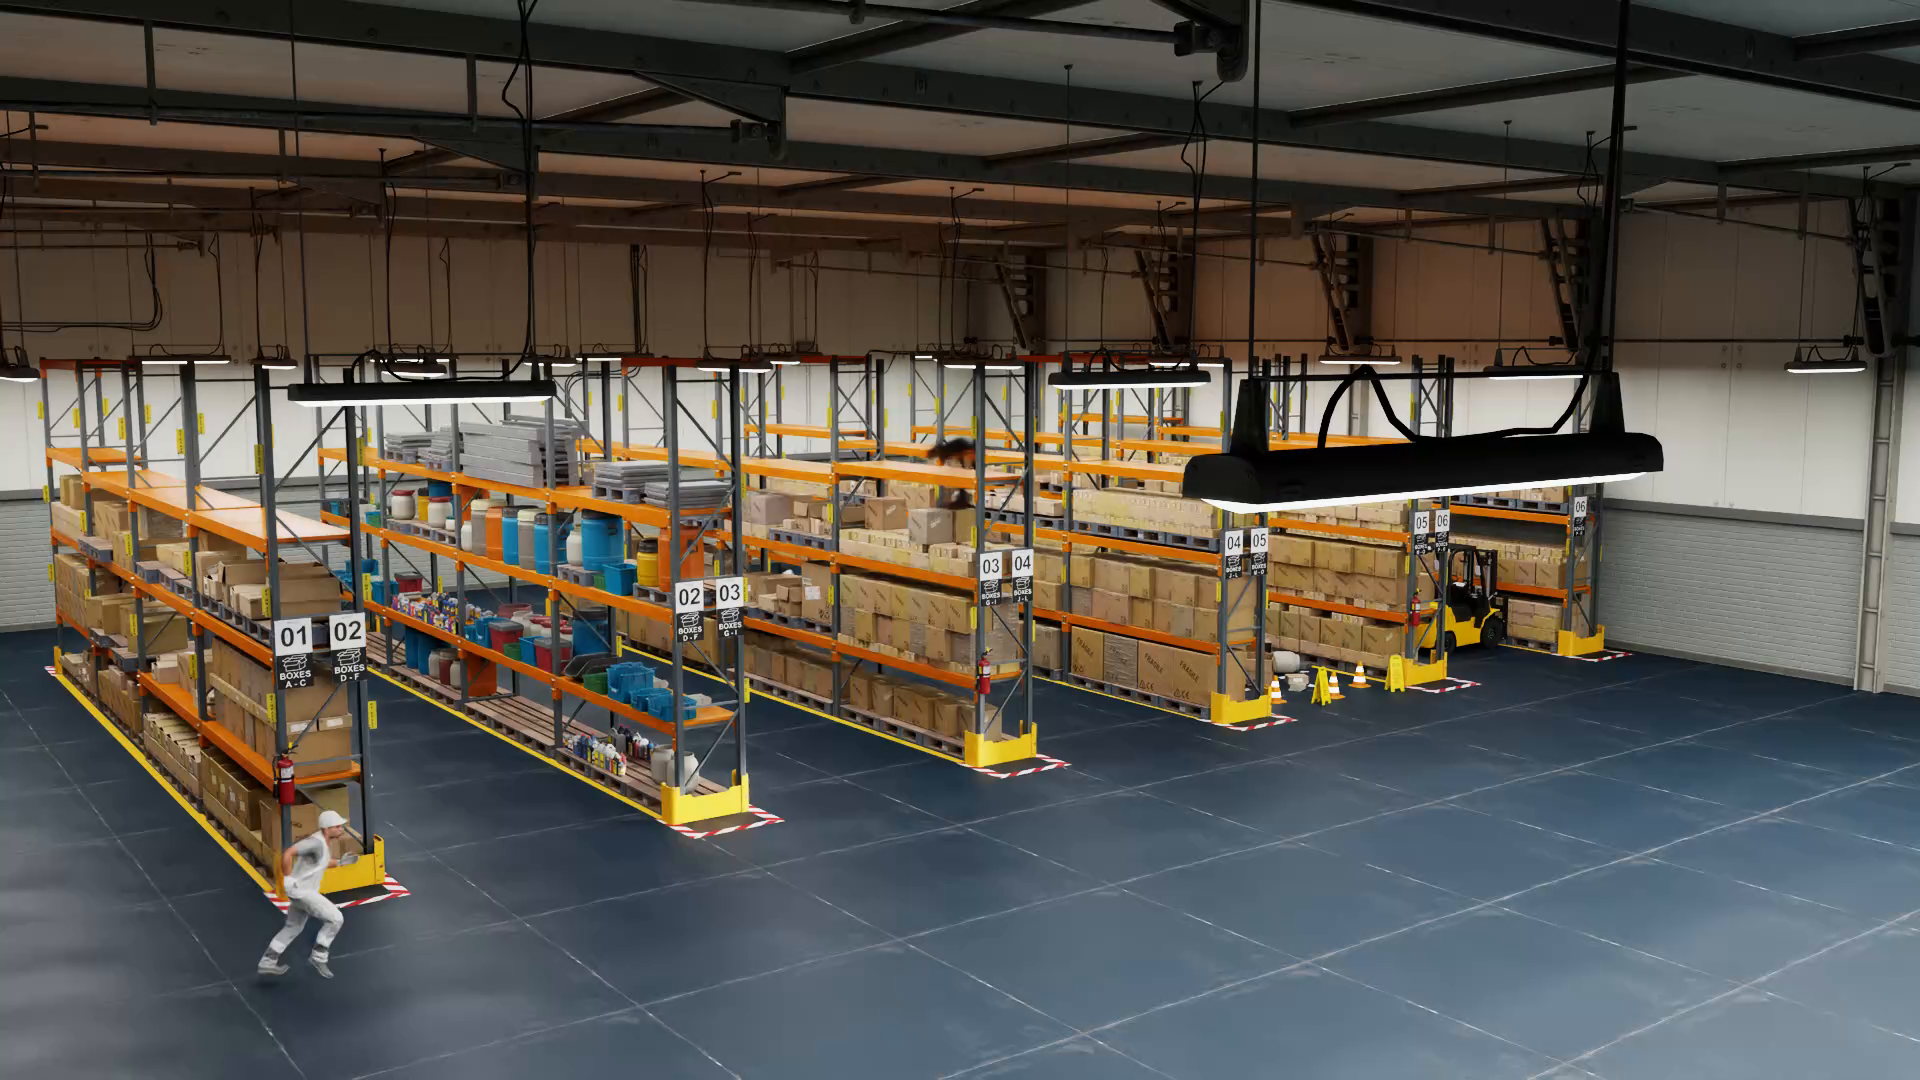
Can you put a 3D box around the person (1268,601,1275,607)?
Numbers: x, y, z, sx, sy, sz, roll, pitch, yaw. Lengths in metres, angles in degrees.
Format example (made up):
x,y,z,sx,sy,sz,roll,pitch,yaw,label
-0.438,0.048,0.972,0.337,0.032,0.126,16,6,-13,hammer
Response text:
x,y,z,sx,sy,sz,roll,pitch,yaw,label
6.932,1.305,36.131,1.080,1.455,0.589,4,8,31,person

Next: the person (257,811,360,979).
x,y,z,sx,sy,sz,roll,pitch,yaw,label
-6.455,3.526,16.411,0.993,1.705,0.702,-1,7,-10,person

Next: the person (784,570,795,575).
x,y,z,sx,sy,sz,roll,pitch,yaw,label
-3.404,1.457,33.429,0.675,1.724,0.567,-6,9,-40,person
